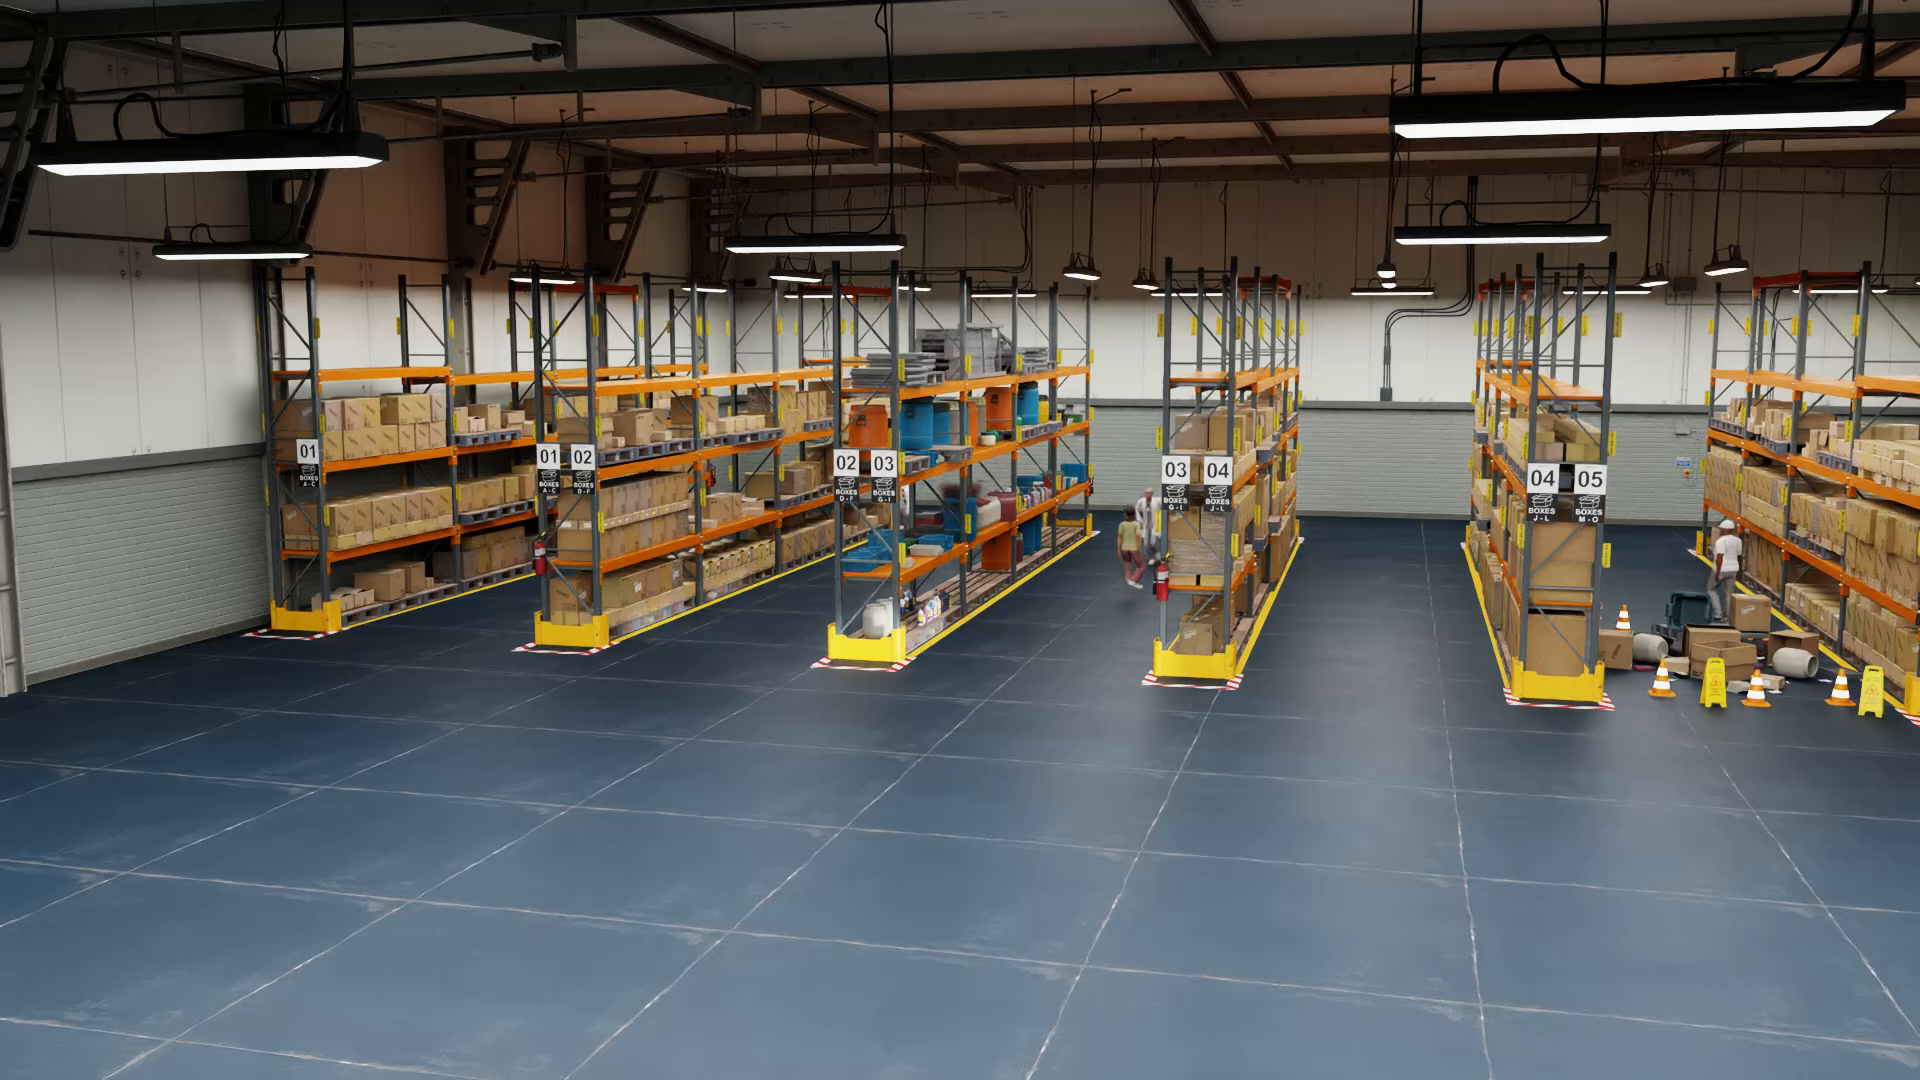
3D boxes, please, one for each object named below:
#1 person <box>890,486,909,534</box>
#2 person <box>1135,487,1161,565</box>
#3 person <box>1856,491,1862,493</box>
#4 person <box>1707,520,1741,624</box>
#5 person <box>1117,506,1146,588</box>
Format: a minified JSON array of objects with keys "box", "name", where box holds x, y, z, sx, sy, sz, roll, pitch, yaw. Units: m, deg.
[{"box":[-1.412,-0.743,38.807,0.550,1.614,1.042,2,8,16],"name":"person"},{"box":[4.081,-0.301,35.344,0.746,1.680,0.677,3,8,22],"name":"person"},{"box":[18.593,-0.193,34.502,0.535,1.663,0.444,-3,8,-23],"name":"person"},{"box":[13.038,0.546,28.260,0.572,1.760,0.528,-1,7,-7],"name":"person"},{"box":[3.175,0.132,30.757,0.508,1.479,0.632,2,7,15],"name":"person"}]
